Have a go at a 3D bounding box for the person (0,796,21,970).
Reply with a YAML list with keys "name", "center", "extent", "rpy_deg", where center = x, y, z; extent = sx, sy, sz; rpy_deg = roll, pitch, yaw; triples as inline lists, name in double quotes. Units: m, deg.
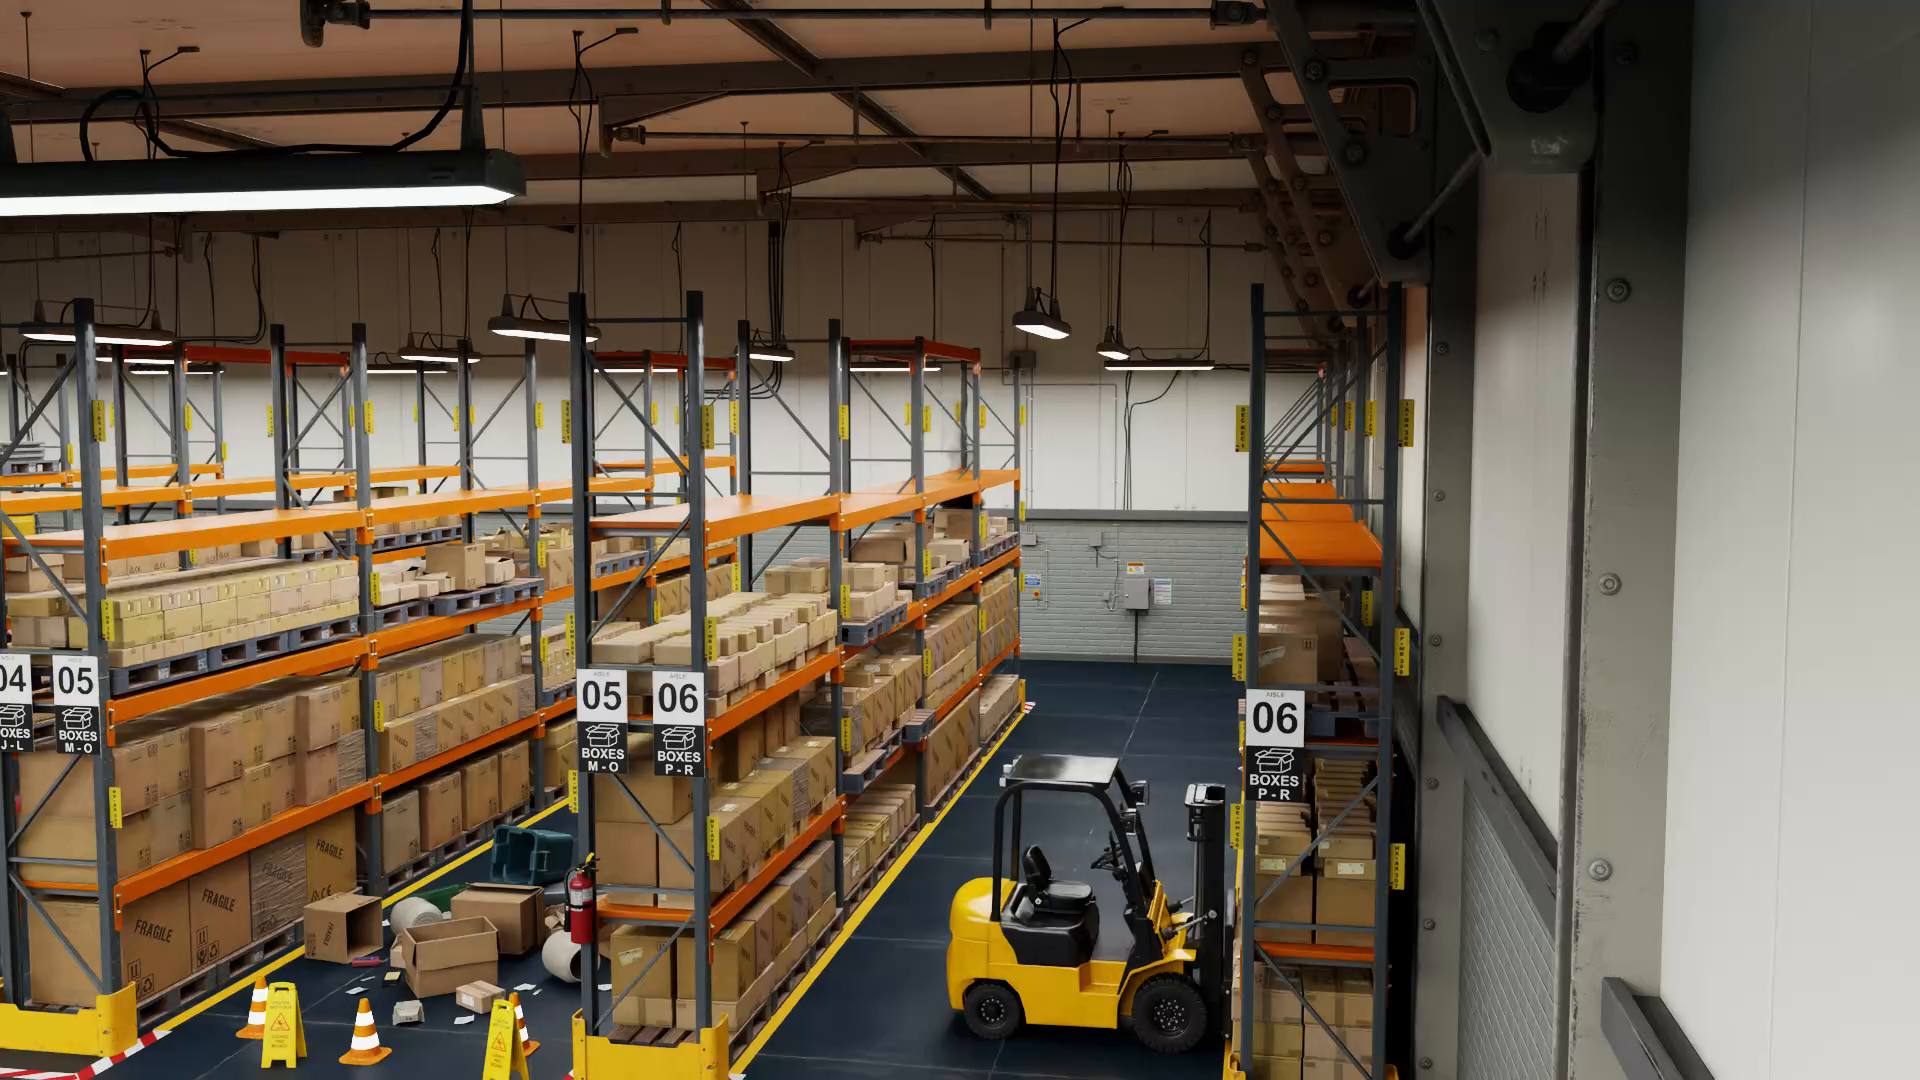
- name: "person"
  center: [-8.962, 3.031, 15.557]
  extent: [0.650, 1.747, 0.959]
  rpy_deg: [-1, 5, -13]
